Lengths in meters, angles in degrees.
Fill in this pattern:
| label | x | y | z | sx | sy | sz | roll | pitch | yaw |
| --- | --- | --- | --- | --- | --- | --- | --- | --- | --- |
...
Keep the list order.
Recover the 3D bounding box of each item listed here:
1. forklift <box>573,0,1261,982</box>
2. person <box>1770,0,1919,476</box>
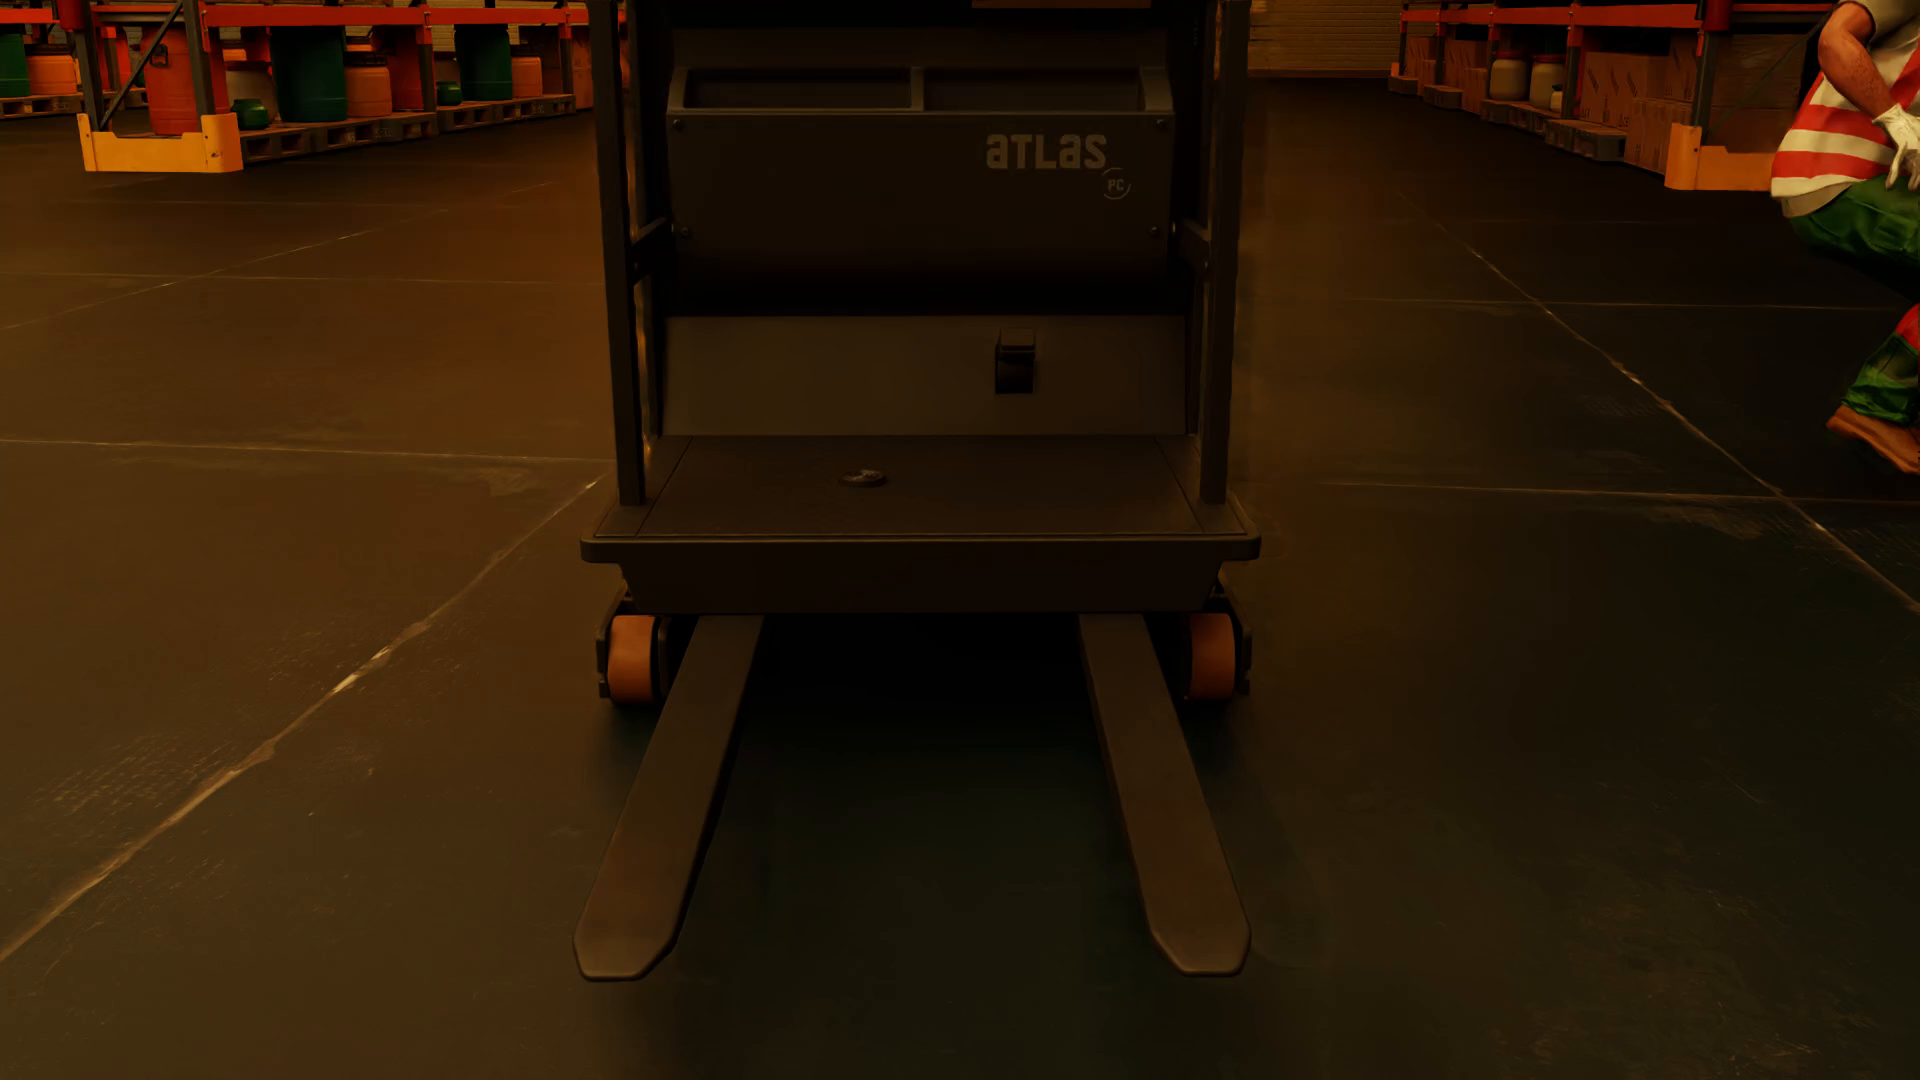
| label | x | y | z | sx | sy | sz | roll | pitch | yaw |
| --- | --- | --- | --- | --- | --- | --- | --- | --- | --- |
| forklift | -0.067 | -1.200 | 2.757 | 1.130 | 2.935 | 3.031 | 0 | 17 | -1 |
| person | 2.462 | -0.874 | 4.179 | 0.707 | 1.544 | 0.887 | 15 | 23 | 39 |
